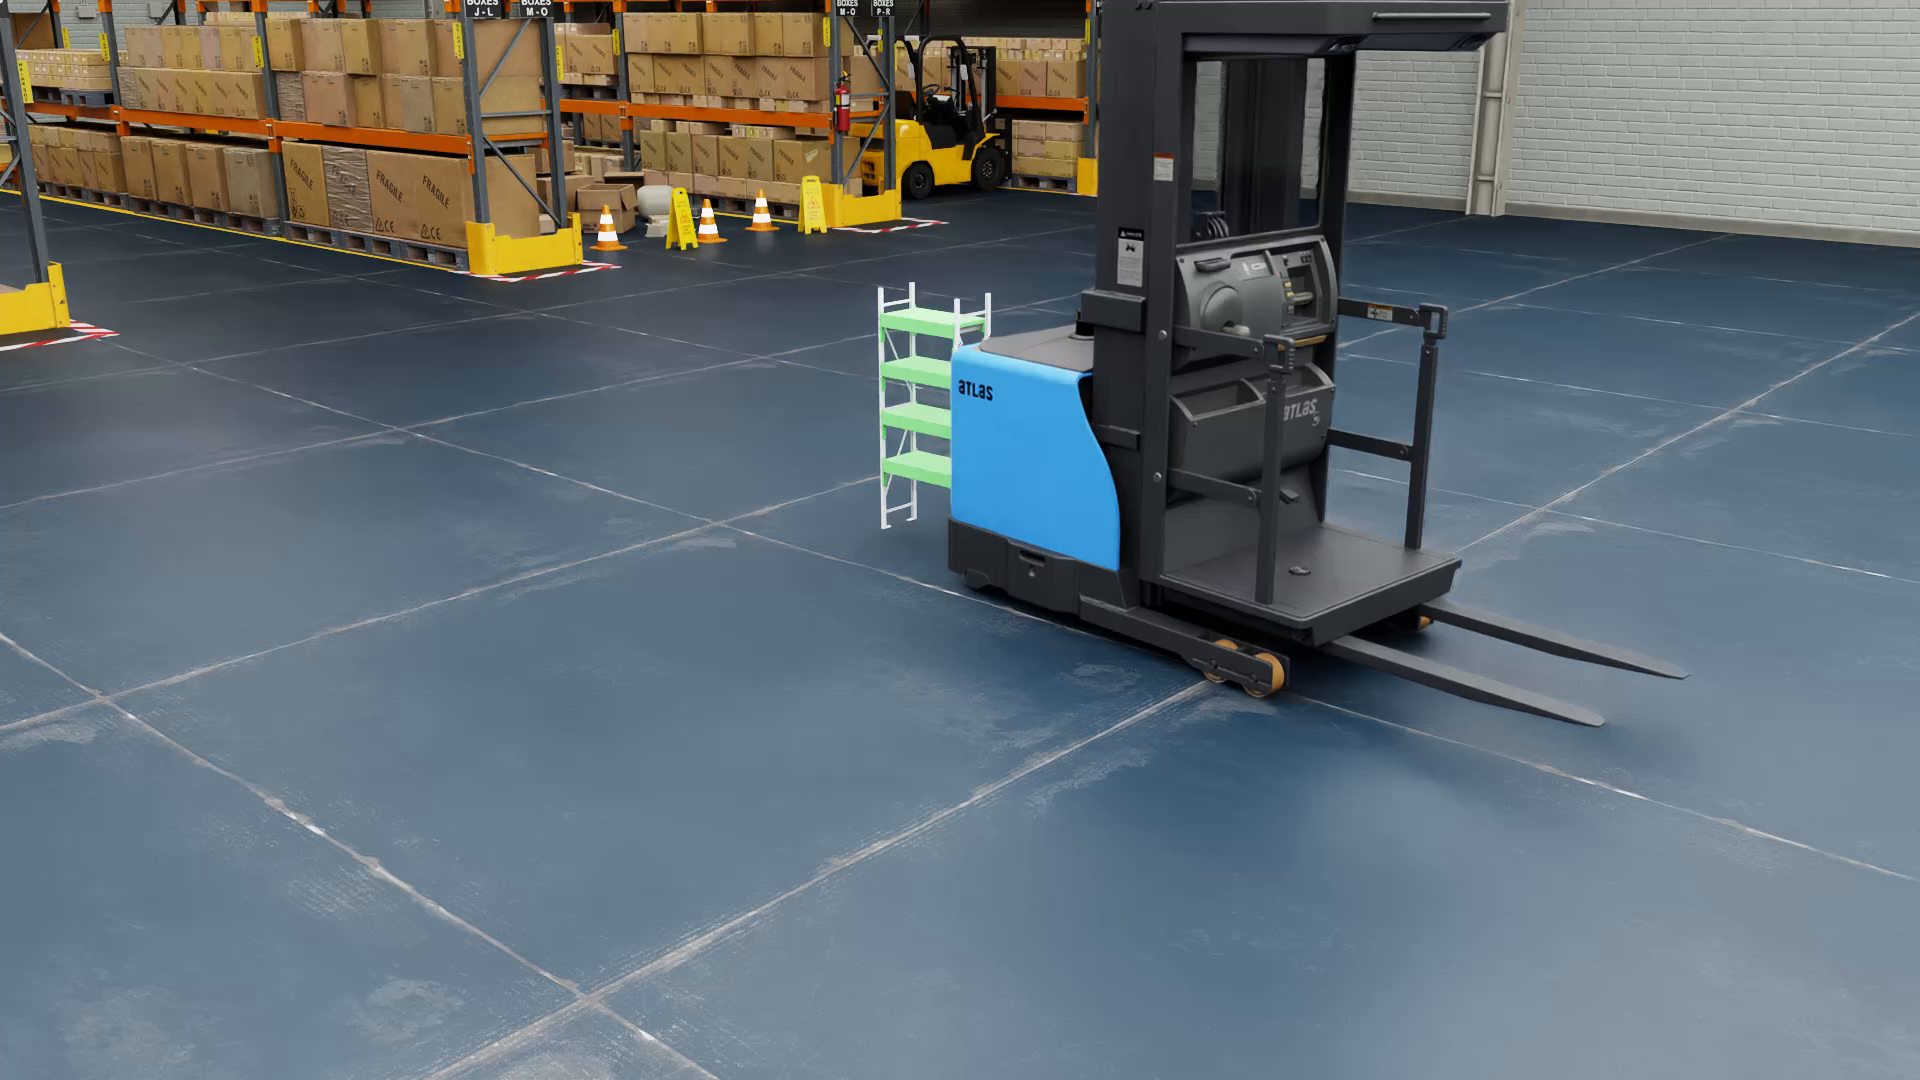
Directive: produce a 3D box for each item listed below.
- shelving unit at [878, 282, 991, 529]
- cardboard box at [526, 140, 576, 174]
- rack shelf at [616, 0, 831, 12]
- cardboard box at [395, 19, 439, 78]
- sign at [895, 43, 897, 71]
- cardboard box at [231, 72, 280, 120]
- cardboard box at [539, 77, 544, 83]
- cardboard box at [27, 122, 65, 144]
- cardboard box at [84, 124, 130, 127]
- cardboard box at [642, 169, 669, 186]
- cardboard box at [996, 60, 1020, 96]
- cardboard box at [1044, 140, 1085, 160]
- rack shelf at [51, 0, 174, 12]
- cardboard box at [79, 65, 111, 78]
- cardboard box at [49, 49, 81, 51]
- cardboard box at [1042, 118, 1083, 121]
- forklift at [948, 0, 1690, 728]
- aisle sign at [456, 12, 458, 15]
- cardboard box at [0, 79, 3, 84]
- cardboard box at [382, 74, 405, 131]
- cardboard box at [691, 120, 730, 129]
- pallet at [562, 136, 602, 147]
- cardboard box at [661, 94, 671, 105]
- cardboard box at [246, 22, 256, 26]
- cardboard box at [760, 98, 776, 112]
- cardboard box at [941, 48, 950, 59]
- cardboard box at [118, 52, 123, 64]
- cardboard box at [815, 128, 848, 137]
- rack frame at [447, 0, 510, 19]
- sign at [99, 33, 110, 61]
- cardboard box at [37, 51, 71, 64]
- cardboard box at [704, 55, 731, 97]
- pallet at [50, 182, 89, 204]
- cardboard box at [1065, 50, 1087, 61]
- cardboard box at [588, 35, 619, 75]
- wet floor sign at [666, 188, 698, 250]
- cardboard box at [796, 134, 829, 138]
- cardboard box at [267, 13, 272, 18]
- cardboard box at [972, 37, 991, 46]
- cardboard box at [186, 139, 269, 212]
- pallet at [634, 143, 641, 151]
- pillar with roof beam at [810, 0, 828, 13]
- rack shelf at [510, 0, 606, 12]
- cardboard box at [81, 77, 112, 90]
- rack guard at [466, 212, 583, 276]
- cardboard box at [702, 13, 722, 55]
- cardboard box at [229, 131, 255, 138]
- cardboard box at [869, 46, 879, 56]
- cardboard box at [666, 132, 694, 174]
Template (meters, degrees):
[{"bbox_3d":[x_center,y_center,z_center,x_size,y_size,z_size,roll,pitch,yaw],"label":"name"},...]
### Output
[{"bbox_3d":[-0.124,-0.605,8.035,0.503,1.200,0.258,15,23,39],"label":"shelving unit"},{"bbox_3d":[-5.315,-4.883,21.419,0.500,0.500,0.500,15,23,39],"label":"cardboard box"},{"bbox_3d":[-2.660,-6.807,20.833,4.000,0.370,1.077,15,23,39],"label":"rack shelf"},{"bbox_3d":[-5.098,-4.938,16.678,0.550,0.550,0.875,15,23,39],"label":"cardboard box"},{"bbox_3d":[-0.804,-5.854,20.169,0.005,0.325,0.100,15,23,39],"label":"sign"},{"bbox_3d":[-7.933,-5.074,18.975,0.500,0.500,0.500,15,23,39],"label":"cardboard box"},{"bbox_3d":[-5.851,-6.563,23.553,0.250,0.149,0.380,16,24,41],"label":"cardboard box"},{"bbox_3d":[-12.972,-5.746,23.457,0.500,0.250,0.500,14,22,37],"label":"cardboard box"},{"bbox_3d":[-11.844,-5.653,23.163,0.500,0.250,0.500,14,22,37],"label":"cardboard box"},{"bbox_3d":[-3.894,-4.832,22.230,0.500,0.250,0.500,14,22,37],"label":"cardboard box"},{"bbox_3d":[0.820,-6.739,24.221,0.500,0.500,0.500,14,23,38],"label":"cardboard box"},{"bbox_3d":[1.557,-5.598,23.816,0.500,0.250,0.500,15,23,39],"label":"cardboard box"},{"bbox_3d":[-11.853,-7.273,22.302,4.000,0.370,1.077,15,23,39],"label":"rack shelf"},{"bbox_3d":[-11.029,-6.003,21.299,0.250,0.149,0.380,16,23,40],"label":"cardboard box"},{"bbox_3d":[-12.526,-6.810,23.347,0.250,0.149,0.380,14,22,38],"label":"cardboard box"},{"bbox_3d":[1.518,-6.048,24.407,0.500,0.250,0.500,15,23,39],"label":"cardboard box"},{"bbox_3d":[1.313,-0.979,6.352,1.130,2.935,3.031,-16,23,-40],"label":"forklift"},{"bbox_3d":[-10.085,-10.842,33.017,0.004,0.787,0.394,15,23,39],"label":"aisle sign"},{"bbox_3d":[-13.149,-6.431,23.138,0.250,0.149,0.380,15,23,40],"label":"cardboard box"},{"bbox_3d":[-5.443,-4.561,17.276,0.550,0.550,0.875,15,23,39],"label":"cardboard box"},{"bbox_3d":[-4.314,-7.094,28.944,0.500,0.500,0.500,16,24,41],"label":"cardboard box"},{"bbox_3d":[-7.360,-7.661,31.903,1.213,0.211,1.003,15,23,39],"label":"pallet"},{"bbox_3d":[-3.691,-5.781,21.784,0.250,0.149,0.380,15,23,39],"label":"cardboard box"},{"bbox_3d":[-11.806,-8.591,28.405,0.500,0.500,0.500,15,23,39],"label":"cardboard box"},{"bbox_3d":[-2.239,-5.353,20.435,0.250,0.149,0.380,16,23,40],"label":"cardboard box"},{"bbox_3d":[-0.061,-7.262,24.798,0.250,0.149,0.380,15,23,39],"label":"cardboard box"},{"bbox_3d":[-10.958,-6.389,22.023,0.250,0.149,0.380,15,23,39],"label":"cardboard box"},{"bbox_3d":[-1.837,-6.574,27.099,0.625,0.625,0.875,15,23,39],"label":"cardboard box"},{"bbox_3d":[-7.147,-6.925,24.974,0.127,3.000,1.000,15,23,39],"label":"rack frame"},{"bbox_3d":[-10.711,-6.174,20.825,0.005,0.325,0.100,15,23,39],"label":"sign"},{"bbox_3d":[-11.994,-6.404,22.069,0.250,0.149,0.380,17,24,42],"label":"cardboard box"},{"bbox_3d":[-2.863,-5.864,20.973,0.500,0.500,0.500,15,23,40],"label":"cardboard box"},{"bbox_3d":[-11.849,-4.858,23.070,1.213,0.211,1.003,15,23,39],"label":"pallet"},{"bbox_3d":[1.683,-6.806,23.360,0.250,0.149,0.380,15,23,40],"label":"cardboard box"},{"bbox_3d":[-4.653,-6.552,22.448,0.500,0.500,0.500,15,23,38],"label":"cardboard box"},{"bbox_3d":[-3.038,-3.499,18.069,0.232,0.644,0.267,11,20,30],"label":"wet floor sign"},{"bbox_3d":[-1.996,-4.899,21.201,0.500,0.500,0.500,14,22,37],"label":"cardboard box"},{"bbox_3d":[-11.495,-8.823,28.062,0.250,0.149,0.380,14,23,38],"label":"cardboard box"},{"bbox_3d":[0.392,-7.327,24.509,0.250,0.149,0.380,15,23,39],"label":"cardboard box"},{"bbox_3d":[-8.609,-4.409,20.069,0.750,0.750,1.050,15,23,39],"label":"cardboard box"},{"bbox_3d":[-5.297,-7.123,30.208,1.213,0.211,1.003,15,23,39],"label":"pallet"},{"bbox_3d":[-5.140,-9.877,24.356,0.400,9.000,9.100,15,23,39],"label":"pillar with roof beam"},{"bbox_3d":[-8.343,-10.341,31.966,4.000,0.370,1.077,15,23,39],"label":"rack shelf"},{"bbox_3d":[-11.031,-5.860,21.340,0.250,0.149,0.380,16,23,40],"label":"cardboard box"},{"bbox_3d":[-4.356,-2.982,16.683,0.348,0.500,1.175,15,23,39],"label":"rack guard"},{"bbox_3d":[-2.795,-6.352,20.858,0.500,0.500,0.700,15,23,39],"label":"cardboard box"},{"bbox_3d":[-12.571,-7.401,30.013,0.875,0.438,0.875,14,22,37],"label":"cardboard box"},{"bbox_3d":[-1.267,-7.621,25.929,0.250,0.149,0.380,16,24,41],"label":"cardboard box"},{"bbox_3d":[-3.485,-5.085,21.786,0.500,0.500,0.500,16,24,41],"label":"cardboard box"}]
